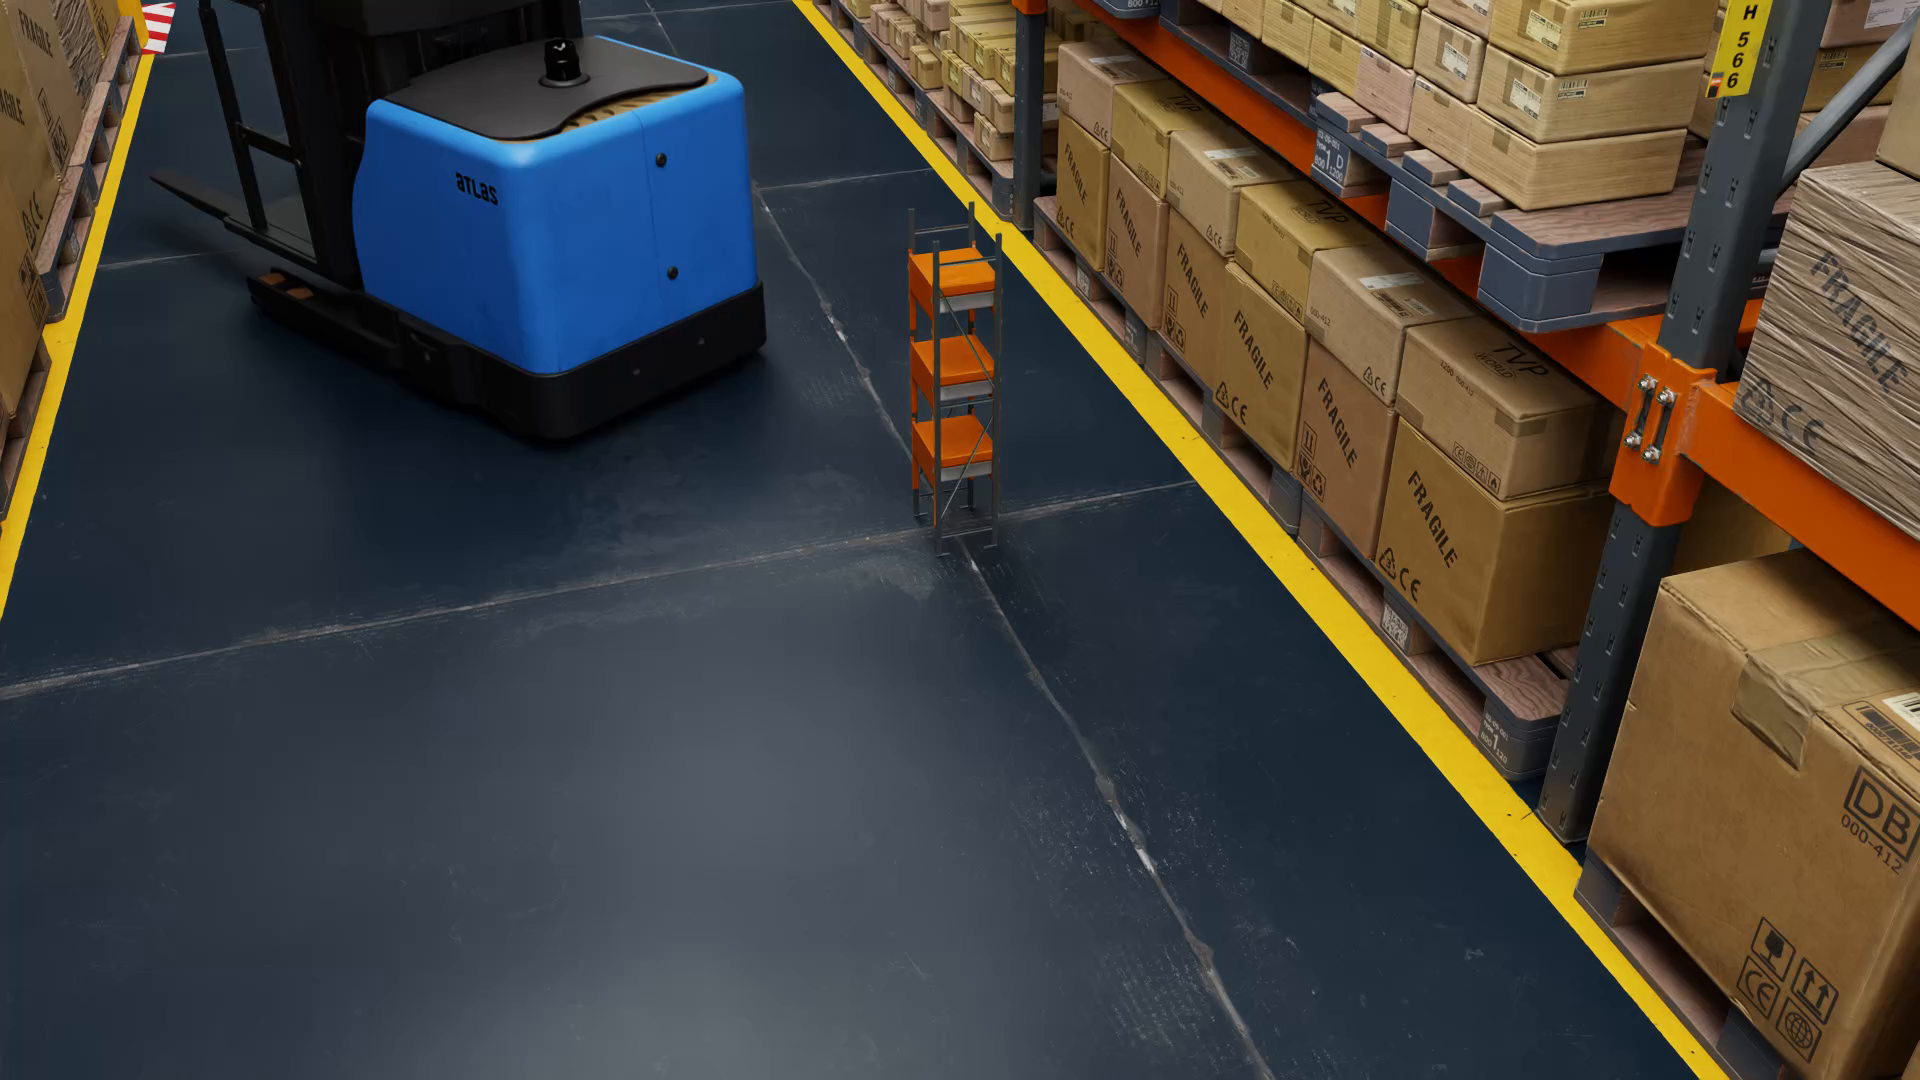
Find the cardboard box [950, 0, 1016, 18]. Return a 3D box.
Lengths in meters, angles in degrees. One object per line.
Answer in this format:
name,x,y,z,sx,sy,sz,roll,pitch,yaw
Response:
cardboard box,0.165,-2.493,7.967,0.380,0.149,0.250,-9,34,-13

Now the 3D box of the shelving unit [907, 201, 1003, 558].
shelving unit,-0.016,-0.466,5.003,0.215,1.050,0.252,-10,35,-15

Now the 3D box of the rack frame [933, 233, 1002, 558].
rack frame,0.021,-0.402,4.906,0.200,1.050,0.008,-10,35,-15

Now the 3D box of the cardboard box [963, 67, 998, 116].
cardboard box,0.232,-2.071,7.599,0.380,0.149,0.250,-12,35,-17

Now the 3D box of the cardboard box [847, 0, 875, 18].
cardboard box,-0.427,-3.061,9.366,0.380,0.149,0.250,-10,35,-14

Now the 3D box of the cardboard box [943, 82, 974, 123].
cardboard box,0.139,-2.122,7.946,0.380,0.149,0.250,-11,35,-16

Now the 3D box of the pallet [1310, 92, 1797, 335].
pallet,1.626,-0.886,4.043,1.213,0.211,1.003,-10,35,-15

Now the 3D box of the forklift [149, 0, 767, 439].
forklift,-2.179,-2.241,5.982,3.031,2.935,1.130,25,41,33

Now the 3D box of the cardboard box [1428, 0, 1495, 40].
cardboard box,1.285,-1.240,3.714,0.380,0.149,0.250,-10,35,-15

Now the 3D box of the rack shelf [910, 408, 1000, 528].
rack shelf,-0.016,-0.225,5.162,0.215,0.259,0.240,-10,35,-15

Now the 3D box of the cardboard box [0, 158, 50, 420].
cardboard box,-3.815,-0.885,5.414,1.225,0.875,0.875,-10,35,-15

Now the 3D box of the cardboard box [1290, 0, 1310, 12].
cardboard box,1.045,-1.527,4.417,0.380,0.149,0.250,-10,35,-15

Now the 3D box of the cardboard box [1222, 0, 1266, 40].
cardboard box,0.971,-1.536,4.700,0.380,0.149,0.250,-9,35,-13

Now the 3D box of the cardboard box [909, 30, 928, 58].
cardboard box,-0.050,-2.536,8.571,0.380,0.149,0.250,-9,35,-14

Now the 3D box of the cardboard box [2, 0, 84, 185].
cardboard box,-4.429,-2.050,7.177,0.875,0.875,0.875,-10,35,-15

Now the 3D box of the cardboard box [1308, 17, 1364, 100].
cardboard box,1.131,-1.259,4.281,0.380,0.149,0.250,-10,35,-15

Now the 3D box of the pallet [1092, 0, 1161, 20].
pallet,0.819,-2.204,6.038,1.003,0.211,1.213,-10,35,-15

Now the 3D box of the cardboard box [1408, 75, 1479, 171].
cardboard box,1.283,-0.992,3.878,0.380,0.149,0.250,-10,35,-15

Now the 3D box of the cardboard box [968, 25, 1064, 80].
cardboard box,0.253,-2.214,7.545,0.380,0.149,0.250,-10,35,-14

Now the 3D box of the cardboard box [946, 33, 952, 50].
cardboard box,0.150,-2.357,8.032,0.380,0.149,0.250,-10,35,-14

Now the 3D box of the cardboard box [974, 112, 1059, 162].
cardboard box,0.281,-1.844,7.525,0.380,0.149,0.250,-10,35,-14

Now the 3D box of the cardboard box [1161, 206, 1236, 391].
cardboard box,1.033,-0.859,5.716,0.500,0.500,0.500,-9,35,-14

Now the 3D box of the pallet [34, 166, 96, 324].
pallet,-4.187,-1.177,6.840,1.003,0.211,1.213,-10,35,-15

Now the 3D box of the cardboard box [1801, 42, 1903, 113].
cardboard box,1.989,-1.091,3.758,0.380,0.149,0.250,-8,34,-13

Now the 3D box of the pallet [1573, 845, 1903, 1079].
pallet,2.114,0.981,3.575,1.003,0.211,1.213,-10,35,-15

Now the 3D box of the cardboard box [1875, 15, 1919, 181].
cardboard box,2.072,-0.831,2.789,0.700,0.500,0.500,-10,35,-15

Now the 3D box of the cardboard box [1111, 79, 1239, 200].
cardboard box,0.864,-1.443,5.919,0.500,0.250,0.500,-9,35,-13

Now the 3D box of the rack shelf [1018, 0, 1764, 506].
rack shelf,1.335,-1.359,5.239,1.077,0.370,4.000,-10,35,-15

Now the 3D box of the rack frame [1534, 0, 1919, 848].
rack frame,1.945,-0.609,3.451,1.000,3.000,0.127,-10,35,-15

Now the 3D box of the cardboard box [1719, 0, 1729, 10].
cardboard box,1.904,-1.344,3.870,0.380,0.149,0.250,-11,35,-16

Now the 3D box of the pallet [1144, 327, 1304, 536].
pallet,1.340,-0.496,5.809,1.003,0.211,1.213,-10,35,-15

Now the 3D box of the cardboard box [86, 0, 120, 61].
cardboard box,-4.978,-2.995,8.608,0.875,0.875,0.875,-10,35,-15

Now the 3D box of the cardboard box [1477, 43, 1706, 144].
cardboard box,1.361,-0.987,3.600,0.380,0.149,0.250,-9,35,-14

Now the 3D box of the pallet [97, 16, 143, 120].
pallet,-4.931,-2.459,8.779,1.003,0.211,1.213,-10,35,-15

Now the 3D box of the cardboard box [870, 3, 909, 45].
cardboard box,-0.265,-2.798,8.968,0.380,0.149,0.250,-12,35,-17

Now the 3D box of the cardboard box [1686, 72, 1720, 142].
cardboard box,1.919,-1.090,4.025,0.380,0.149,0.250,-8,34,-12

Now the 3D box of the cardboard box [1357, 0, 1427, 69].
cardboard box,1.195,-1.264,4.020,0.380,0.149,0.250,-9,35,-14

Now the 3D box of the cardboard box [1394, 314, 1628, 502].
cardboard box,1.487,-0.370,4.295,0.500,0.250,0.500,-11,35,-16

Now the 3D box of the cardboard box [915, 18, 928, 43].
cardboard box,-0.009,-2.632,8.447,0.380,0.149,0.250,-12,35,-17

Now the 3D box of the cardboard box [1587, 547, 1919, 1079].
cardboard box,2.045,0.489,3.449,1.050,0.750,0.750,-10,35,-15

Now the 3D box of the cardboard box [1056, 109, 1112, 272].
cardboard box,0.698,-1.409,6.548,0.500,0.500,0.500,-9,34,-13

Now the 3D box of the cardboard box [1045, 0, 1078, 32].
cardboard box,0.564,-2.571,8.086,0.380,0.149,0.250,-11,35,-16

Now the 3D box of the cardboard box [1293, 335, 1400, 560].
cardboard box,1.341,-0.316,4.895,0.500,0.500,0.500,-9,34,-13

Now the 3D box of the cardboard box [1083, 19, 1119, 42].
cardboard box,0.790,-2.314,7.696,0.380,0.149,0.250,-8,34,-12

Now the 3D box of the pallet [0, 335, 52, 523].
pallet,-3.722,-0.373,5.622,1.003,0.211,1.213,-10,35,-15

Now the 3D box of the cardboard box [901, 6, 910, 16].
cardboard box,-0.123,-2.923,8.887,0.380,0.149,0.250,-8,34,-12

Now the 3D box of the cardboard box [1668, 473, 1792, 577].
cardboard box,1.972,-0.156,4.652,0.500,0.500,0.500,-11,35,-17

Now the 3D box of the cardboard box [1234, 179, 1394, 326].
cardboard box,1.182,-0.902,5.101,0.500,0.250,0.500,-9,35,-14

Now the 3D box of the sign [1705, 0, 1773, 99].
sign,1.431,-0.963,3.008,0.100,0.325,0.005,-10,35,-15

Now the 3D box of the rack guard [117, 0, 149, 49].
rack guard,-5.257,-2.998,9.334,1.175,0.500,0.348,-10,35,-15

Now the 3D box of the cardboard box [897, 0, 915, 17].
cardboard box,-0.099,-2.759,8.370,0.380,0.149,0.250,-11,35,-16

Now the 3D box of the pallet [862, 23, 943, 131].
pallet,0.111,-2.534,8.894,1.003,0.211,1.213,-10,35,-15
